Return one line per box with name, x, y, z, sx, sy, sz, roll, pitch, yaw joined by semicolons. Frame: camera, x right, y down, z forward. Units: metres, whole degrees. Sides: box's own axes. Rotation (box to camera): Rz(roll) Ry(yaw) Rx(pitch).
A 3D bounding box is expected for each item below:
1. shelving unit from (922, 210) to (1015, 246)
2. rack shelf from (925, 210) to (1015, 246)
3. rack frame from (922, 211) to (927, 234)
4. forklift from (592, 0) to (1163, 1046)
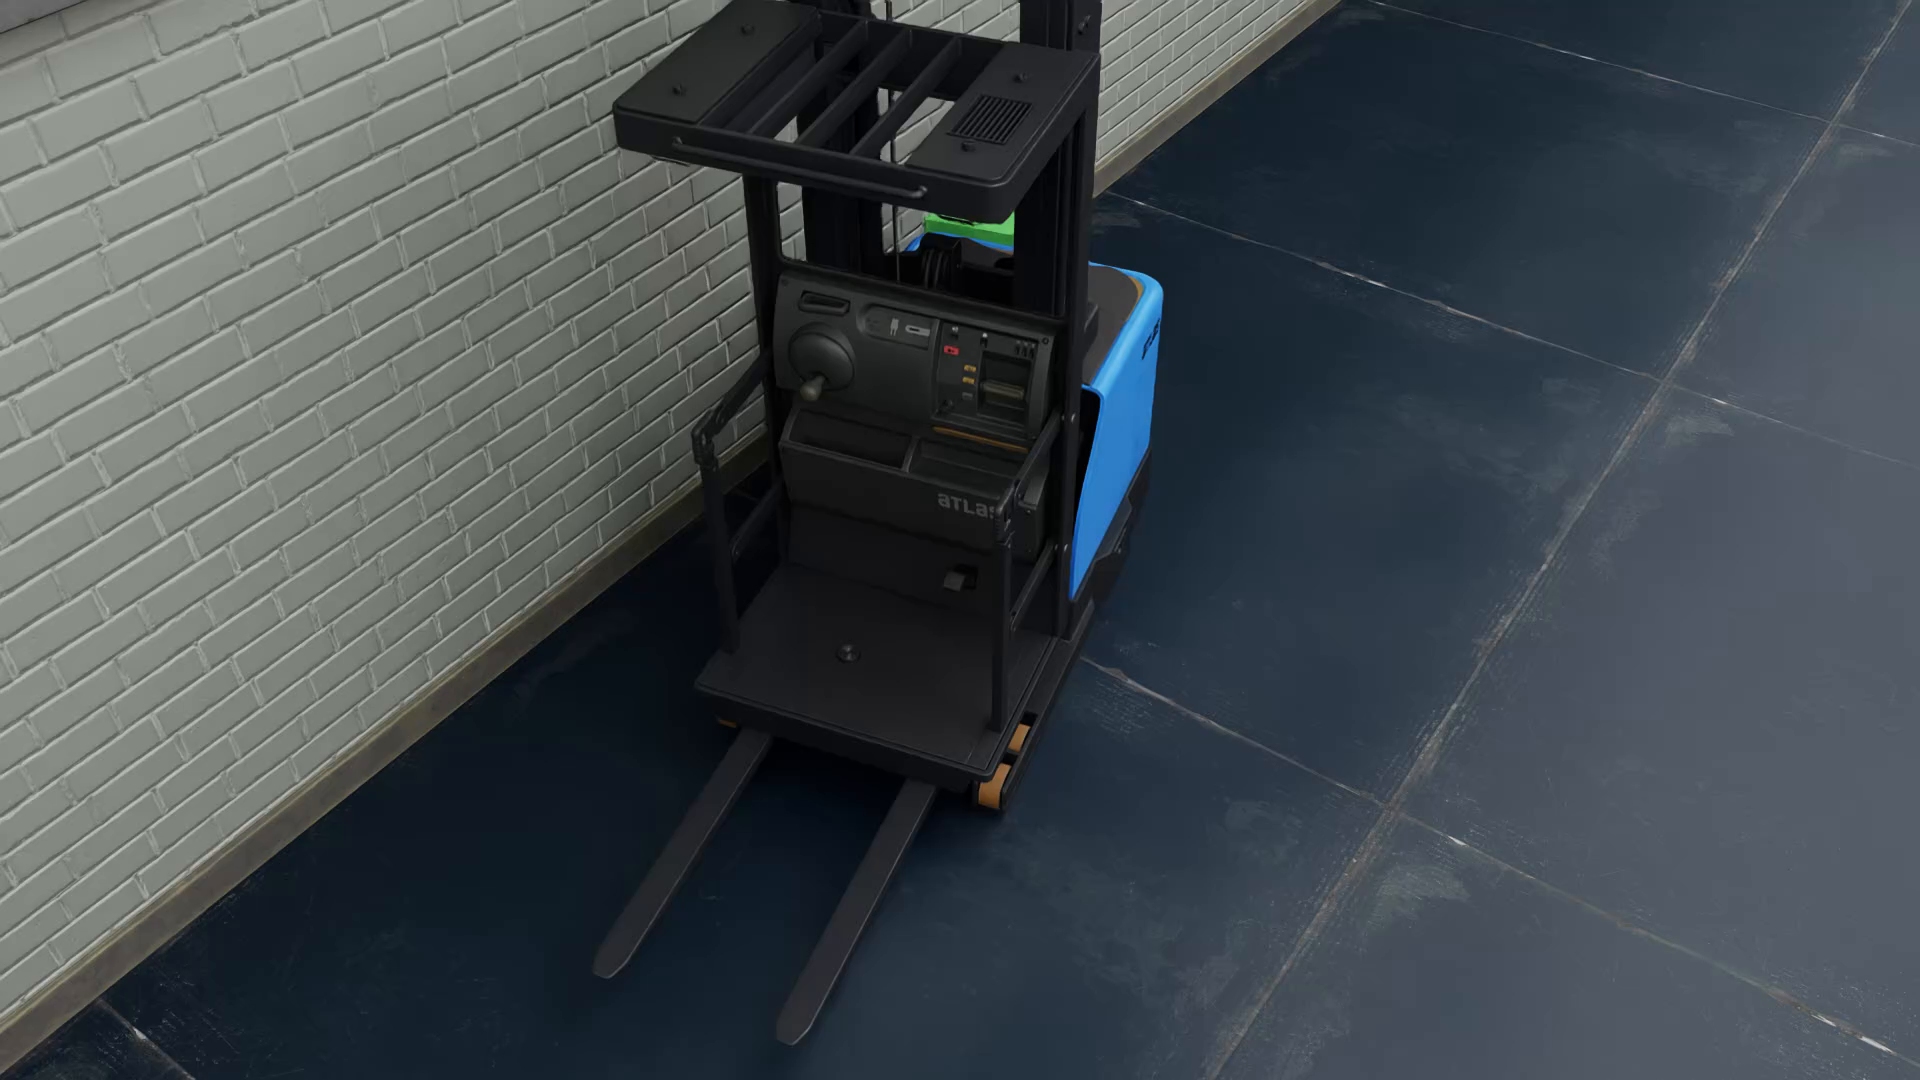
shelving unit;0.127;-0.932;6.892;0.503;1.200;0.258;13;43;14
rack shelf;0.127;-1.242;6.615;0.480;0.148;0.258;13;43;14
rack frame;-0.103;-0.985;6.951;0.015;1.200;0.240;13;43;14
forklift;-0.234;-0.489;5.098;1.130;2.935;3.031;15;44;16
